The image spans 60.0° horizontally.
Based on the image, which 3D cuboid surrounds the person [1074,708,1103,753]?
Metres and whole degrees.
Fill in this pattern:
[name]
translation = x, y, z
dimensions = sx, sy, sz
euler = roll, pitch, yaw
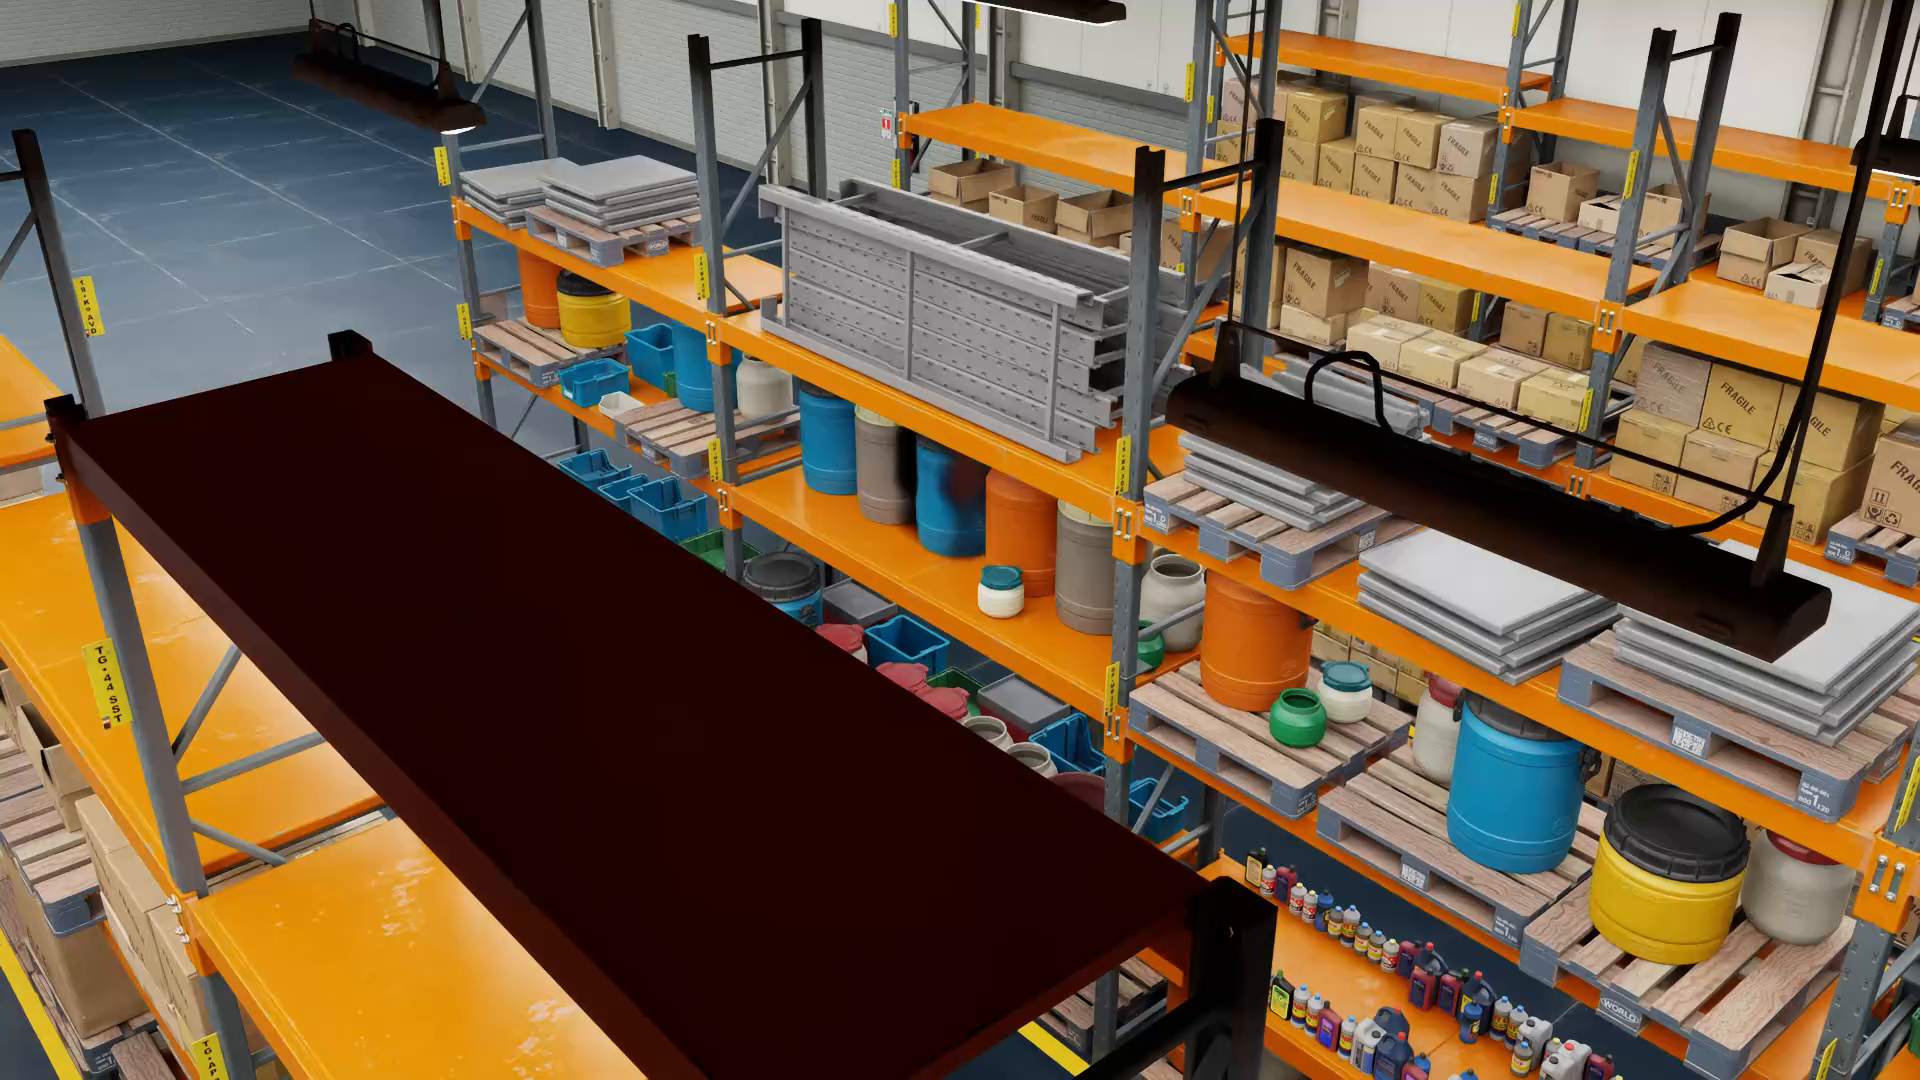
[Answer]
[person]
translation = 1.003, 1.339, 13.126
dimensions = 0.406, 1.633, 0.541
euler = 0, 27, 1
